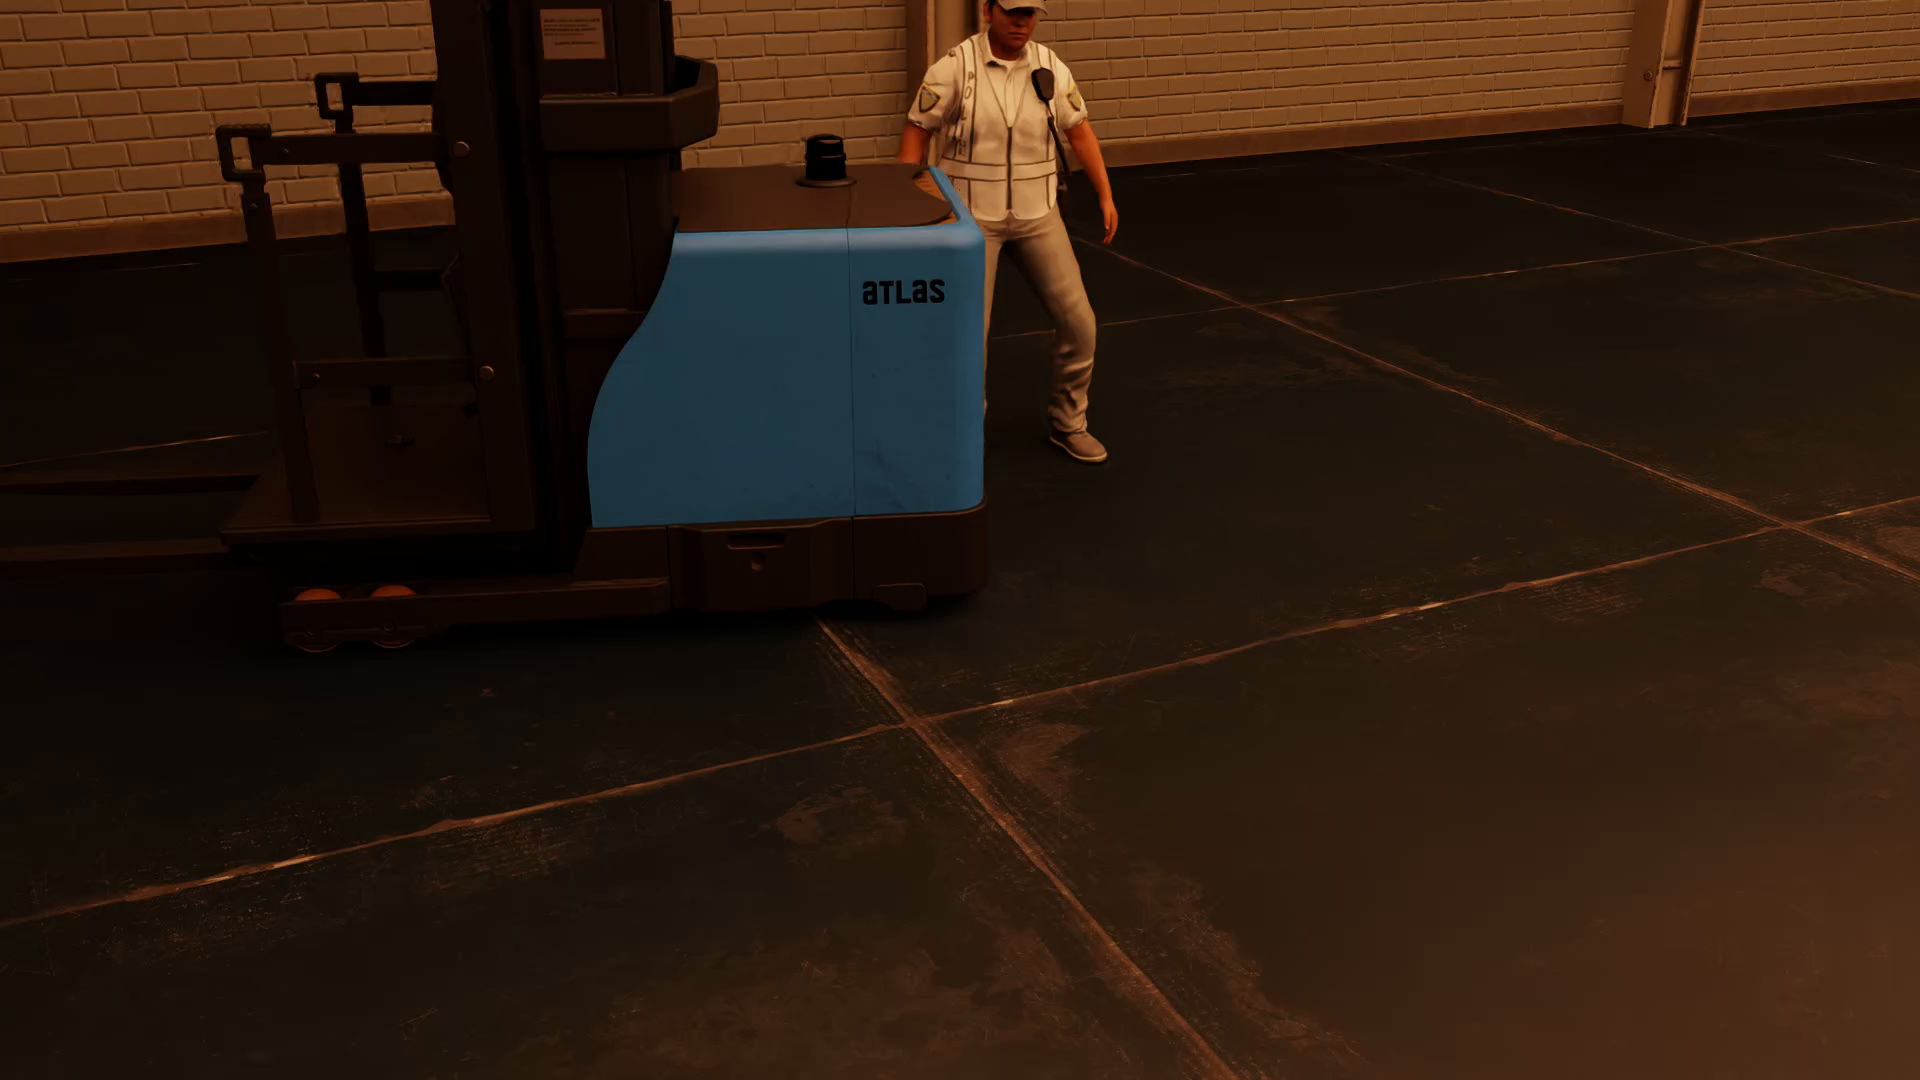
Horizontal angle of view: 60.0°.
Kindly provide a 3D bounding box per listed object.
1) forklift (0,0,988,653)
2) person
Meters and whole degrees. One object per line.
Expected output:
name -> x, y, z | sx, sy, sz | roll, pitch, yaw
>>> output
forklift -> -1.479, -1.270, 4.344 | 3.031, 2.935, 1.130 | -3, 23, -6
person -> 0.158, -1.070, 5.569 | 0.763, 1.621, 0.473 | -5, 23, -11
